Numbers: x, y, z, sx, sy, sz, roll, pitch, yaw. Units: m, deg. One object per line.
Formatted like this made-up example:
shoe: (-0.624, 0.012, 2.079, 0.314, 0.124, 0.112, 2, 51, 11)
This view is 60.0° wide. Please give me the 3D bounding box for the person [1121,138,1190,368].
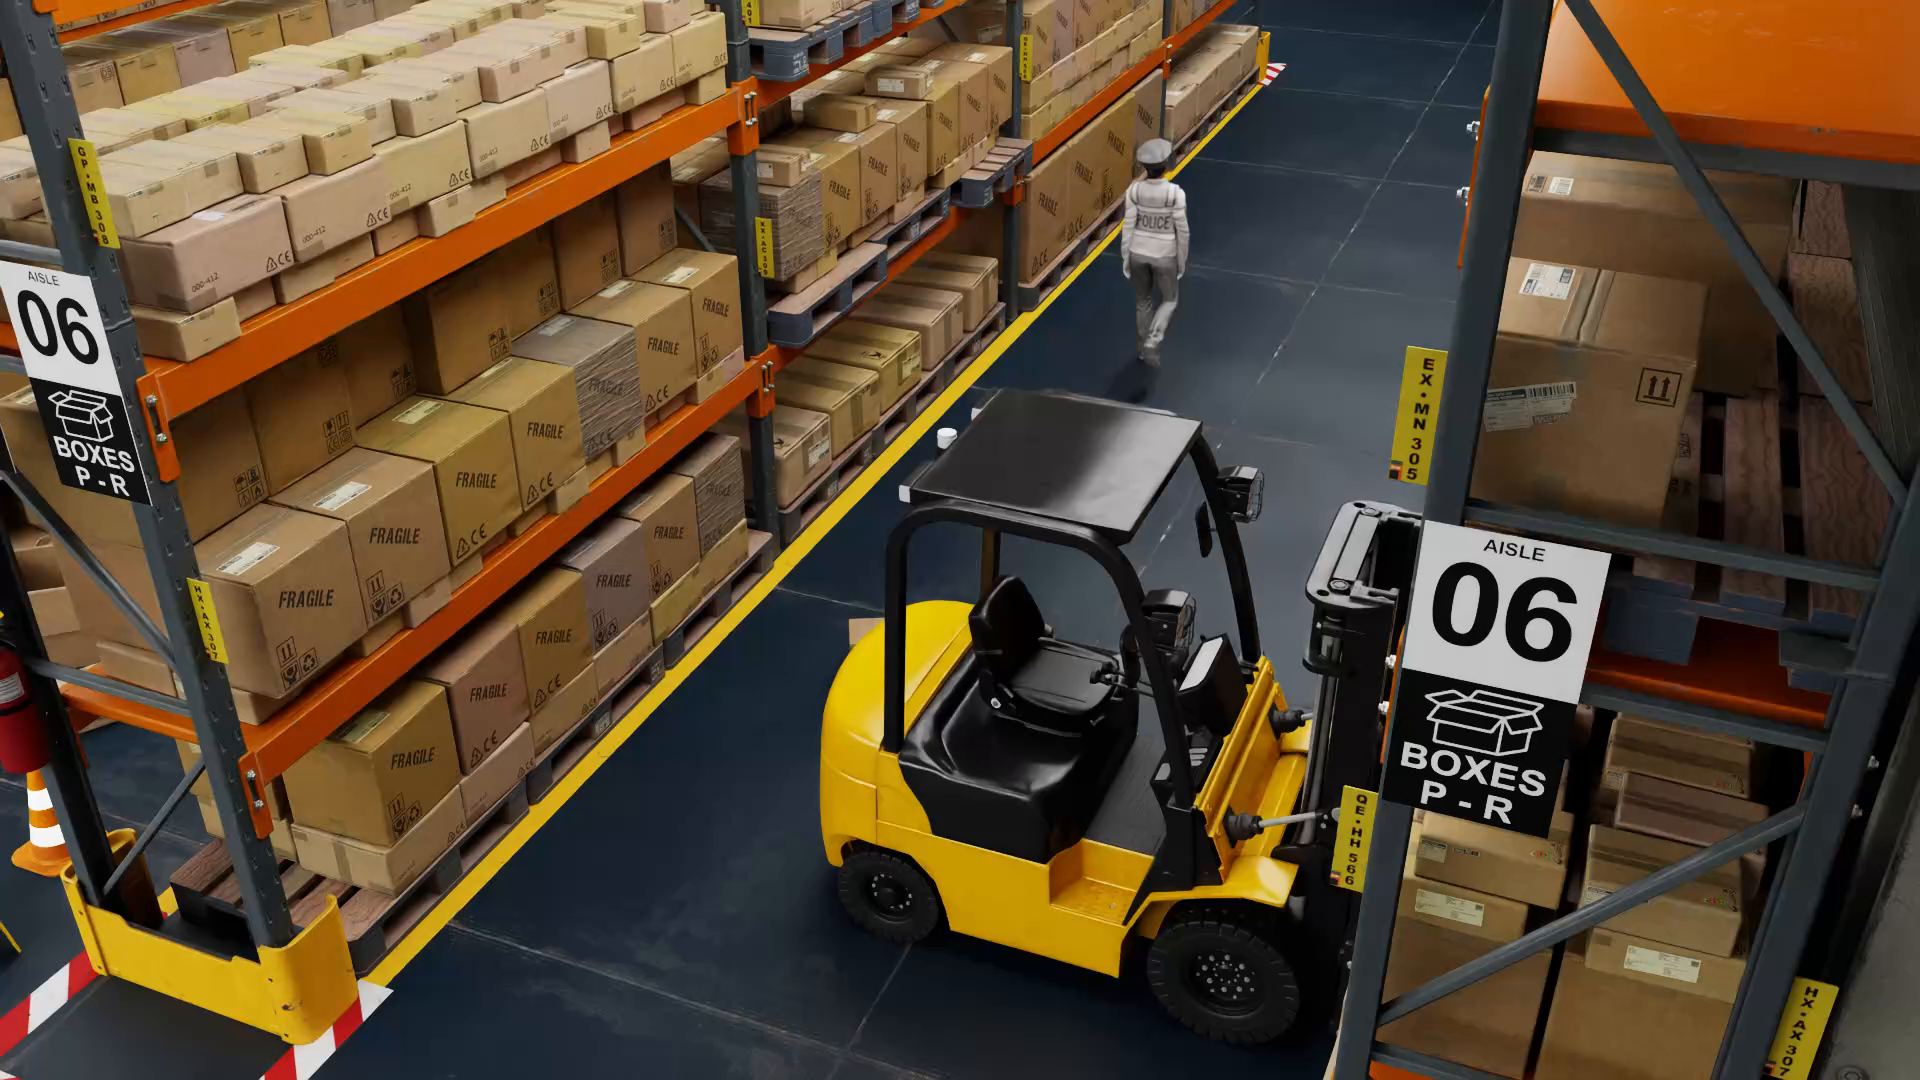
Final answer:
person: (1.382, -2.015, 11.849, 0.485, 1.669, 0.679, 10, 31, 17)
